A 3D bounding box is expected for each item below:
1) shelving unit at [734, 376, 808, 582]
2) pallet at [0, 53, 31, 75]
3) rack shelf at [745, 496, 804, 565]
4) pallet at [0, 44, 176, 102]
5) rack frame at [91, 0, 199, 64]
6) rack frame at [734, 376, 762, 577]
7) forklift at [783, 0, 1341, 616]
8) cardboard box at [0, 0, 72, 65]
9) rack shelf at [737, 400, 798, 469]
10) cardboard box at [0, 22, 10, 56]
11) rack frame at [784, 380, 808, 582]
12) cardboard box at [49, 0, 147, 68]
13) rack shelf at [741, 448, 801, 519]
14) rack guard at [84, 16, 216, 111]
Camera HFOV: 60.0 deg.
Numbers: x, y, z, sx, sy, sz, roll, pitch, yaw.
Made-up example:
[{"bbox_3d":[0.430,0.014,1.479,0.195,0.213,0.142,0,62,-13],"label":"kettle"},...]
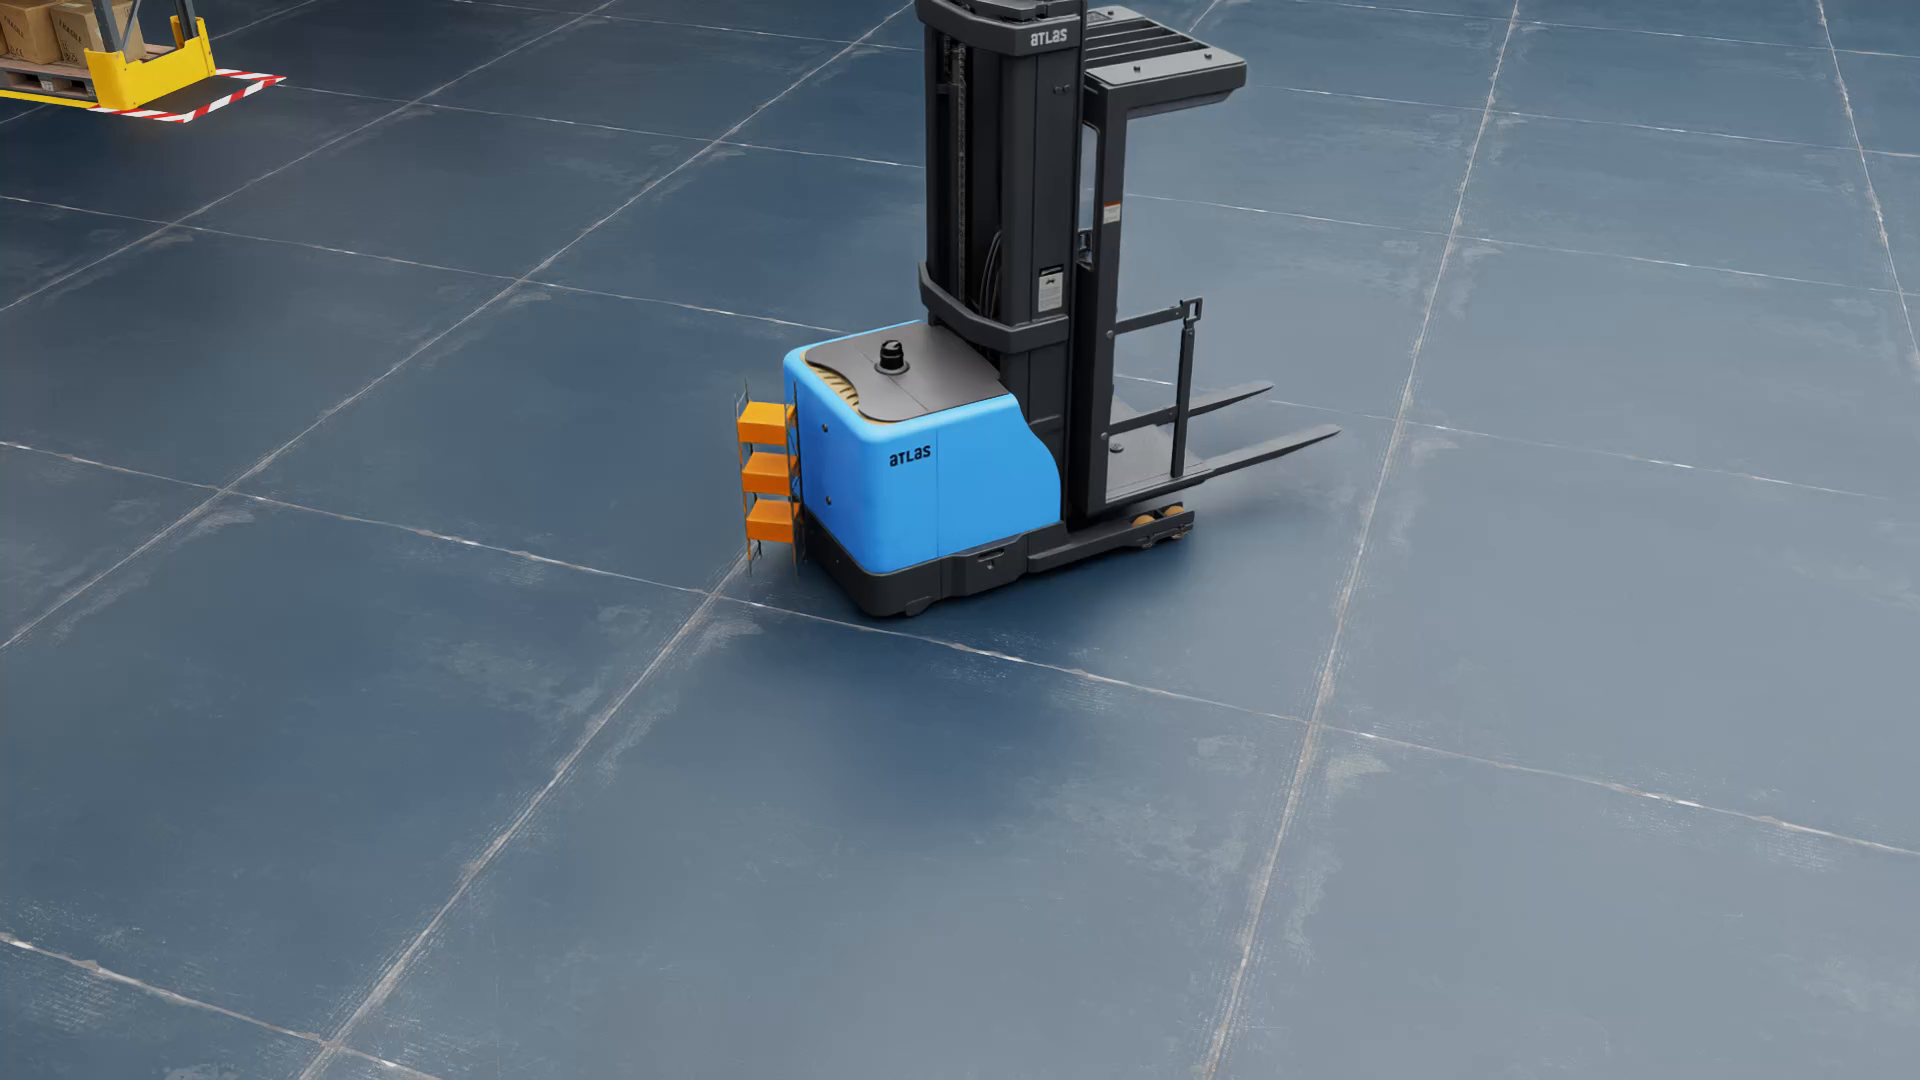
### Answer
[{"bbox_3d":[-0.930,-0.290,8.227,0.252,1.050,0.215,5,34,8],"label":"shelving unit"},{"bbox_3d":[-9.156,-4.566,15.628,1.213,0.211,1.003,11,34,16],"label":"pallet"},{"bbox_3d":[-0.929,-0.049,8.387,0.240,0.259,0.215,5,34,8],"label":"rack shelf"},{"bbox_3d":[-8.011,-4.342,15.281,1.213,0.211,1.003,11,34,16],"label":"pallet"},{"bbox_3d":[-7.187,-5.333,14.244,0.127,3.000,1.000,11,34,16],"label":"rack frame"},{"bbox_3d":[-1.050,-0.301,8.245,0.008,1.050,0.200,5,34,8],"label":"rack frame"},{"bbox_3d":[0.650,-1.426,8.256,3.031,2.935,1.130,-17,36,-24],"label":"forklift"},{"bbox_3d":[-8.343,-4.674,15.141,0.500,0.500,0.500,21,38,29],"label":"cardboard box"},{"bbox_3d":[-0.930,-0.517,8.076,0.240,0.259,0.215,5,34,8],"label":"rack shelf"},{"bbox_3d":[-8.926,-4.798,15.334,0.500,0.500,0.500,14,35,21],"label":"cardboard box"},{"bbox_3d":[-0.809,-0.278,8.210,0.008,1.050,0.200,5,34,8],"label":"rack frame"},{"bbox_3d":[-7.769,-4.582,14.999,0.500,0.500,0.500,18,37,25],"label":"cardboard box"},{"bbox_3d":[-0.930,-0.281,8.233,0.240,0.259,0.215,5,34,8],"label":"rack shelf"},{"bbox_3d":[-7.258,-4.297,14.944,0.348,0.500,1.175,11,34,16],"label":"rack guard"}]
